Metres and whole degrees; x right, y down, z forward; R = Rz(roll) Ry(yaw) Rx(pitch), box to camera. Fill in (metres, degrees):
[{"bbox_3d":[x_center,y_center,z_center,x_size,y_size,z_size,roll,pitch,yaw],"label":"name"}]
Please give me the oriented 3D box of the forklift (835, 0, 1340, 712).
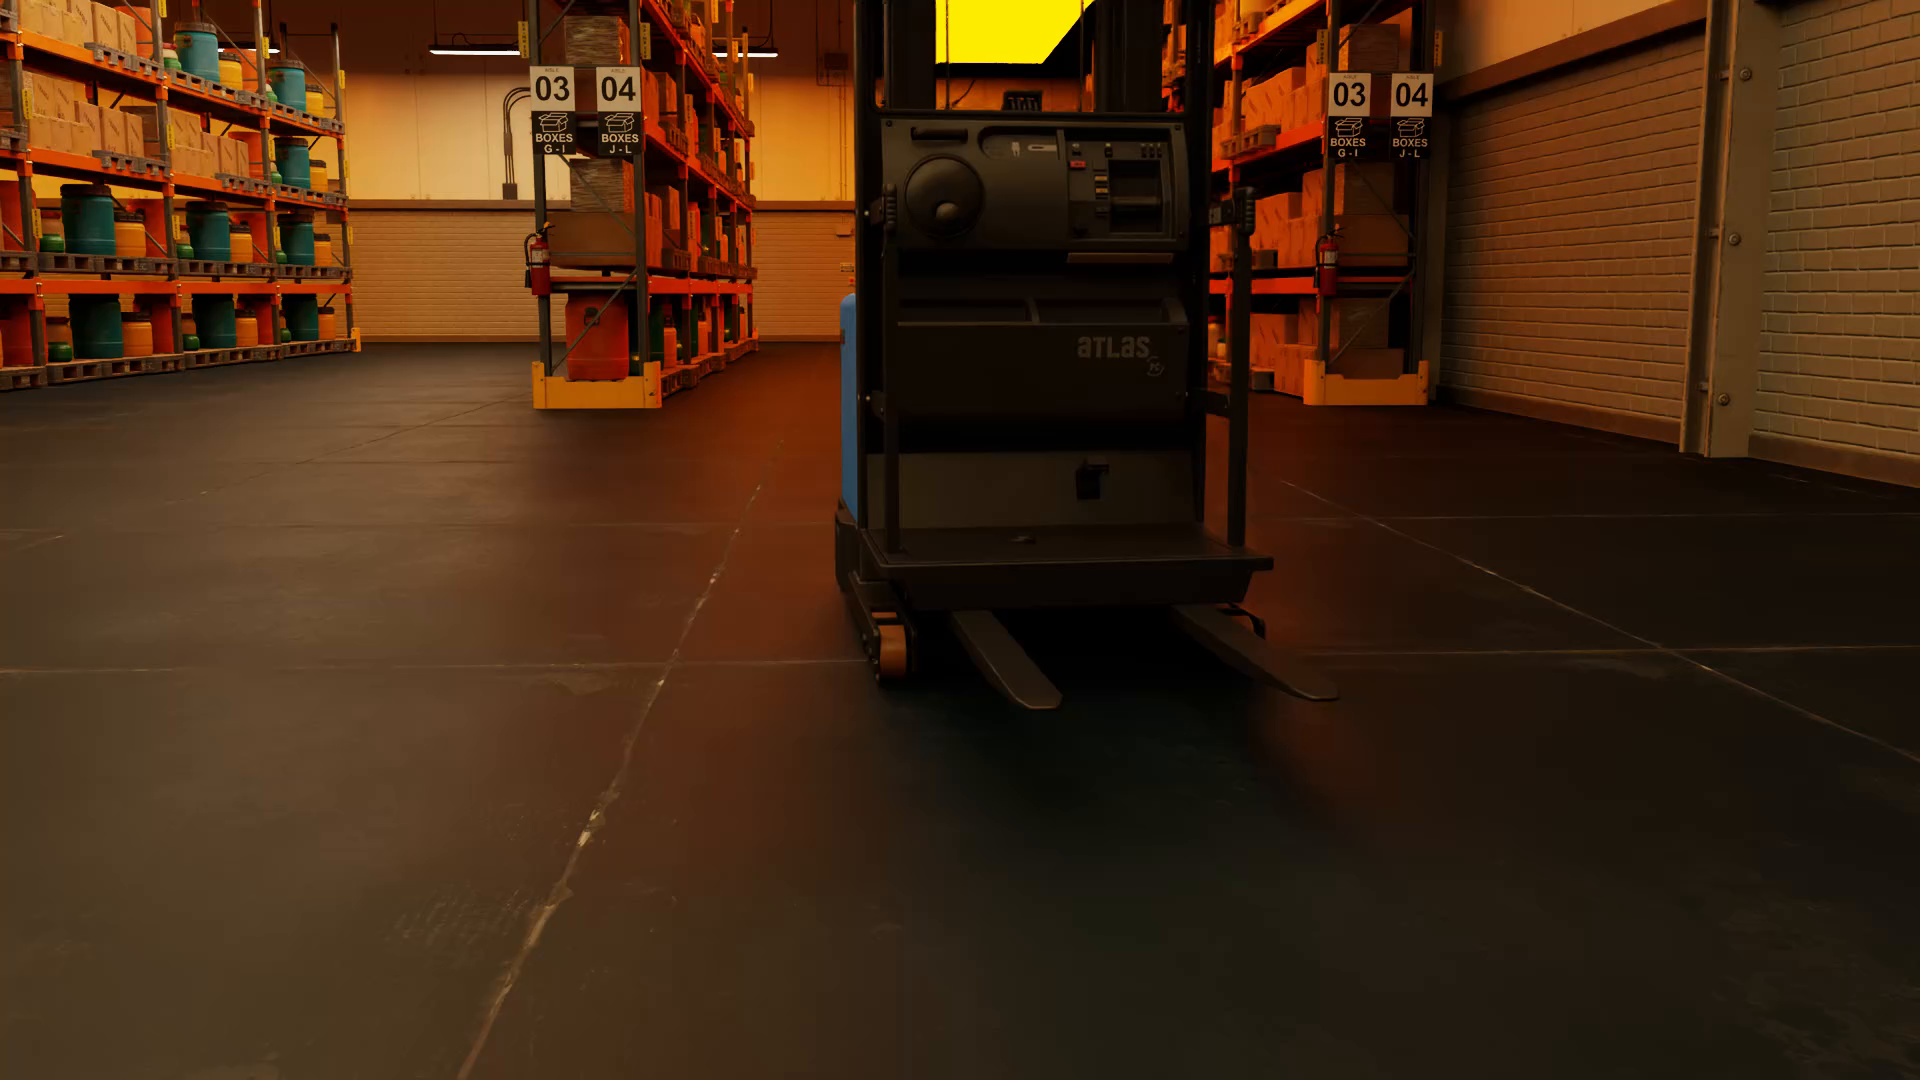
[{"bbox_3d":[0.261,-1.107,4.787,1.130,2.935,3.031,-1,9,-8],"label":"forklift"}]
